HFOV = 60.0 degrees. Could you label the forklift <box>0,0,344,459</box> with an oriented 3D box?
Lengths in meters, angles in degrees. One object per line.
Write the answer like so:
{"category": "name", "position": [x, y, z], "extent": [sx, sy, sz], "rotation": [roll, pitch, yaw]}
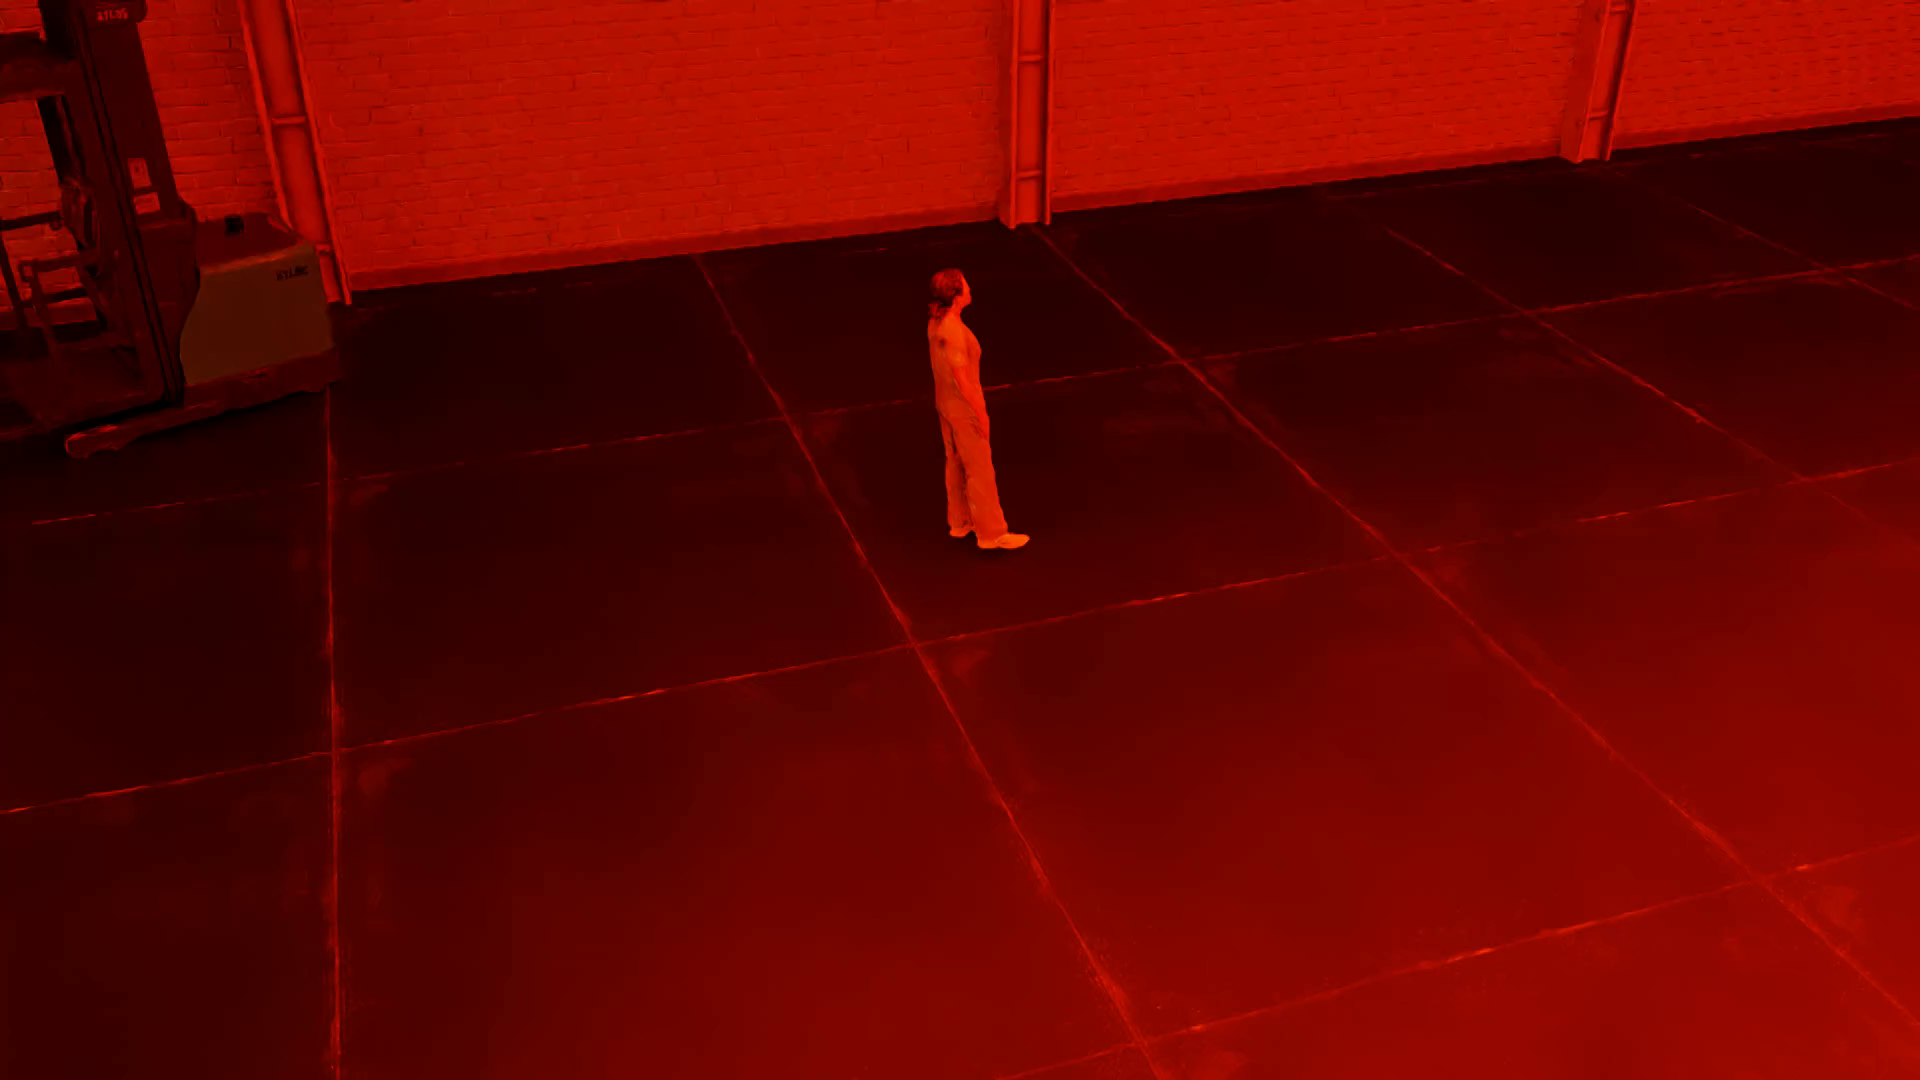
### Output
{"category": "forklift", "position": [-5.883, -2.100, 10.737], "extent": [3.031, 2.935, 1.130], "rotation": [-22, 36, -33]}

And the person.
{"category": "person", "position": [0.073, -0.772, 9.594], "extent": [0.549, 1.673, 0.550], "rotation": [-10, 31, -16]}
